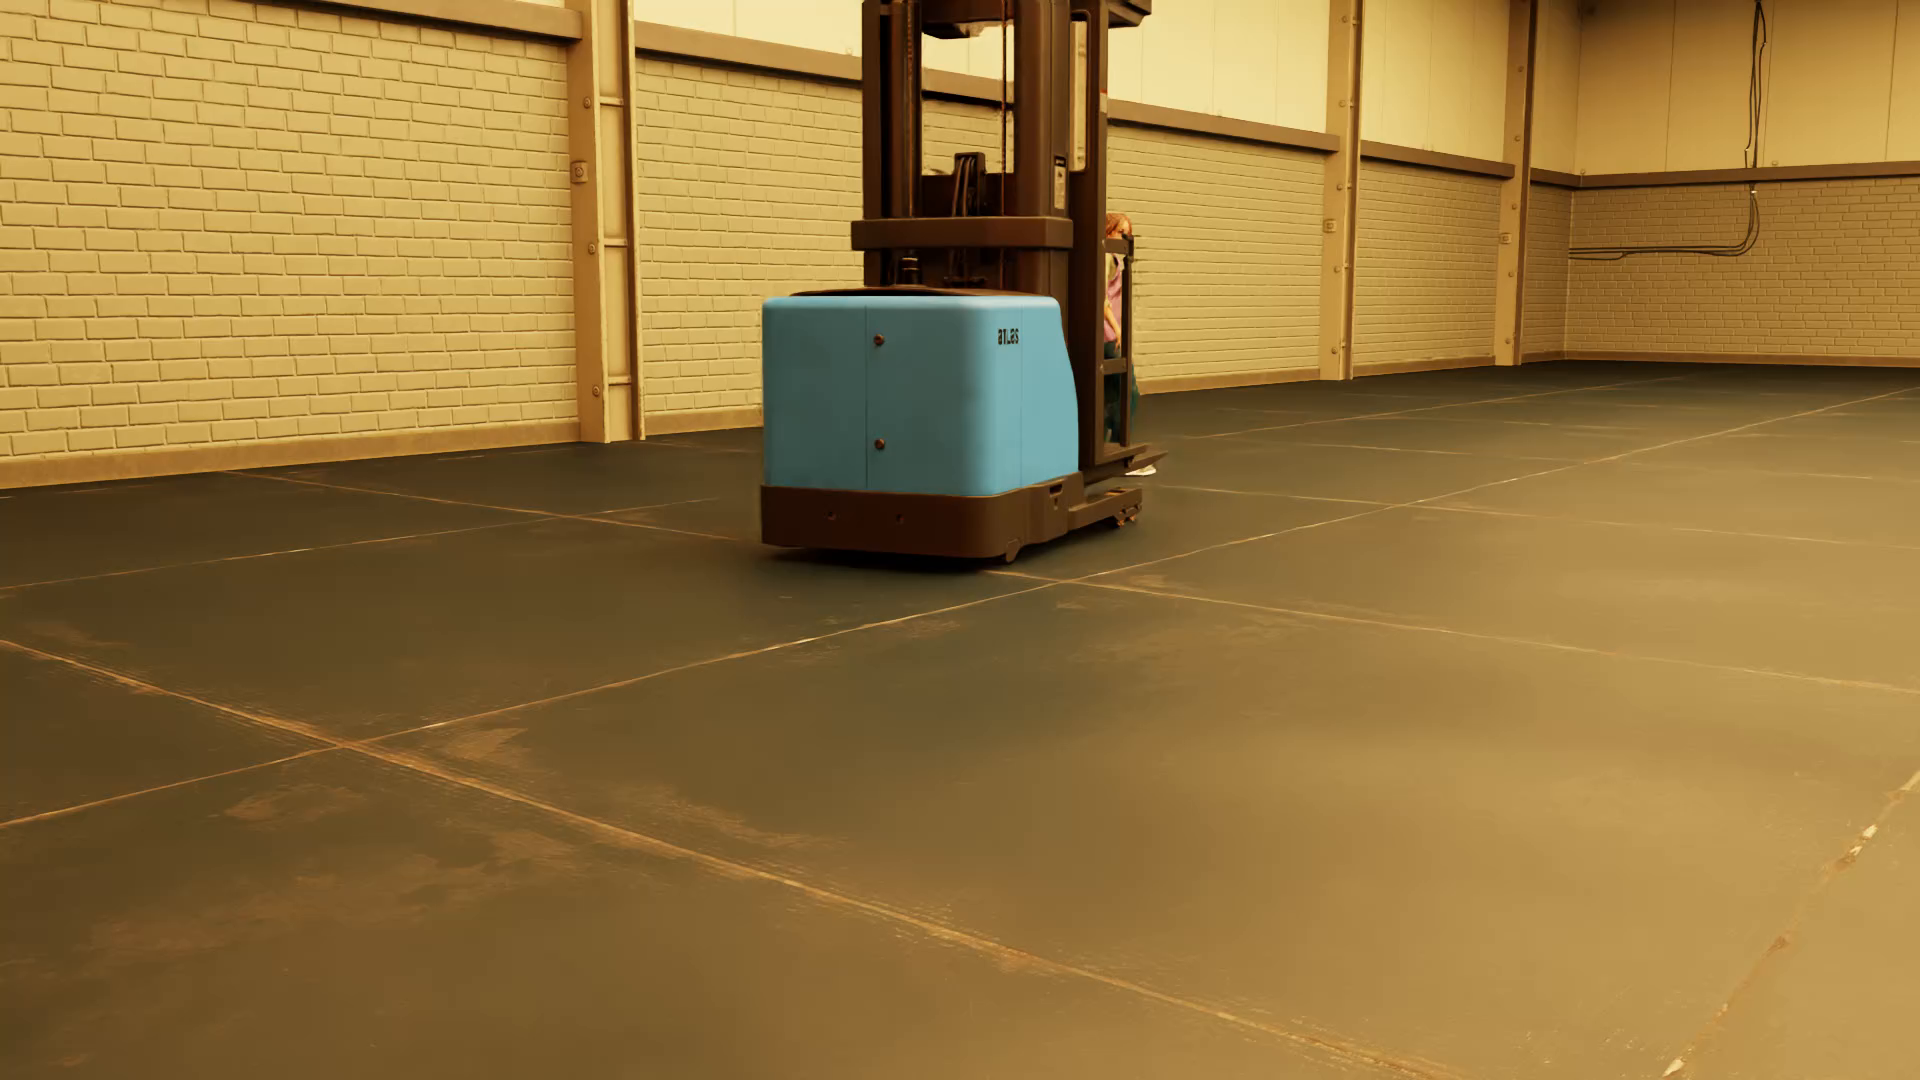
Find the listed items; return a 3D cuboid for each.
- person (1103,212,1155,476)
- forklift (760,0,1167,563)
[{"bbox_3d":[0.949,-1.187,10.093,0.461,1.580,0.621,0,8,-2],"label":"person"},{"bbox_3d":[0.232,-1.535,7.769,1.130,2.935,3.031,4,9,23],"label":"forklift"}]
